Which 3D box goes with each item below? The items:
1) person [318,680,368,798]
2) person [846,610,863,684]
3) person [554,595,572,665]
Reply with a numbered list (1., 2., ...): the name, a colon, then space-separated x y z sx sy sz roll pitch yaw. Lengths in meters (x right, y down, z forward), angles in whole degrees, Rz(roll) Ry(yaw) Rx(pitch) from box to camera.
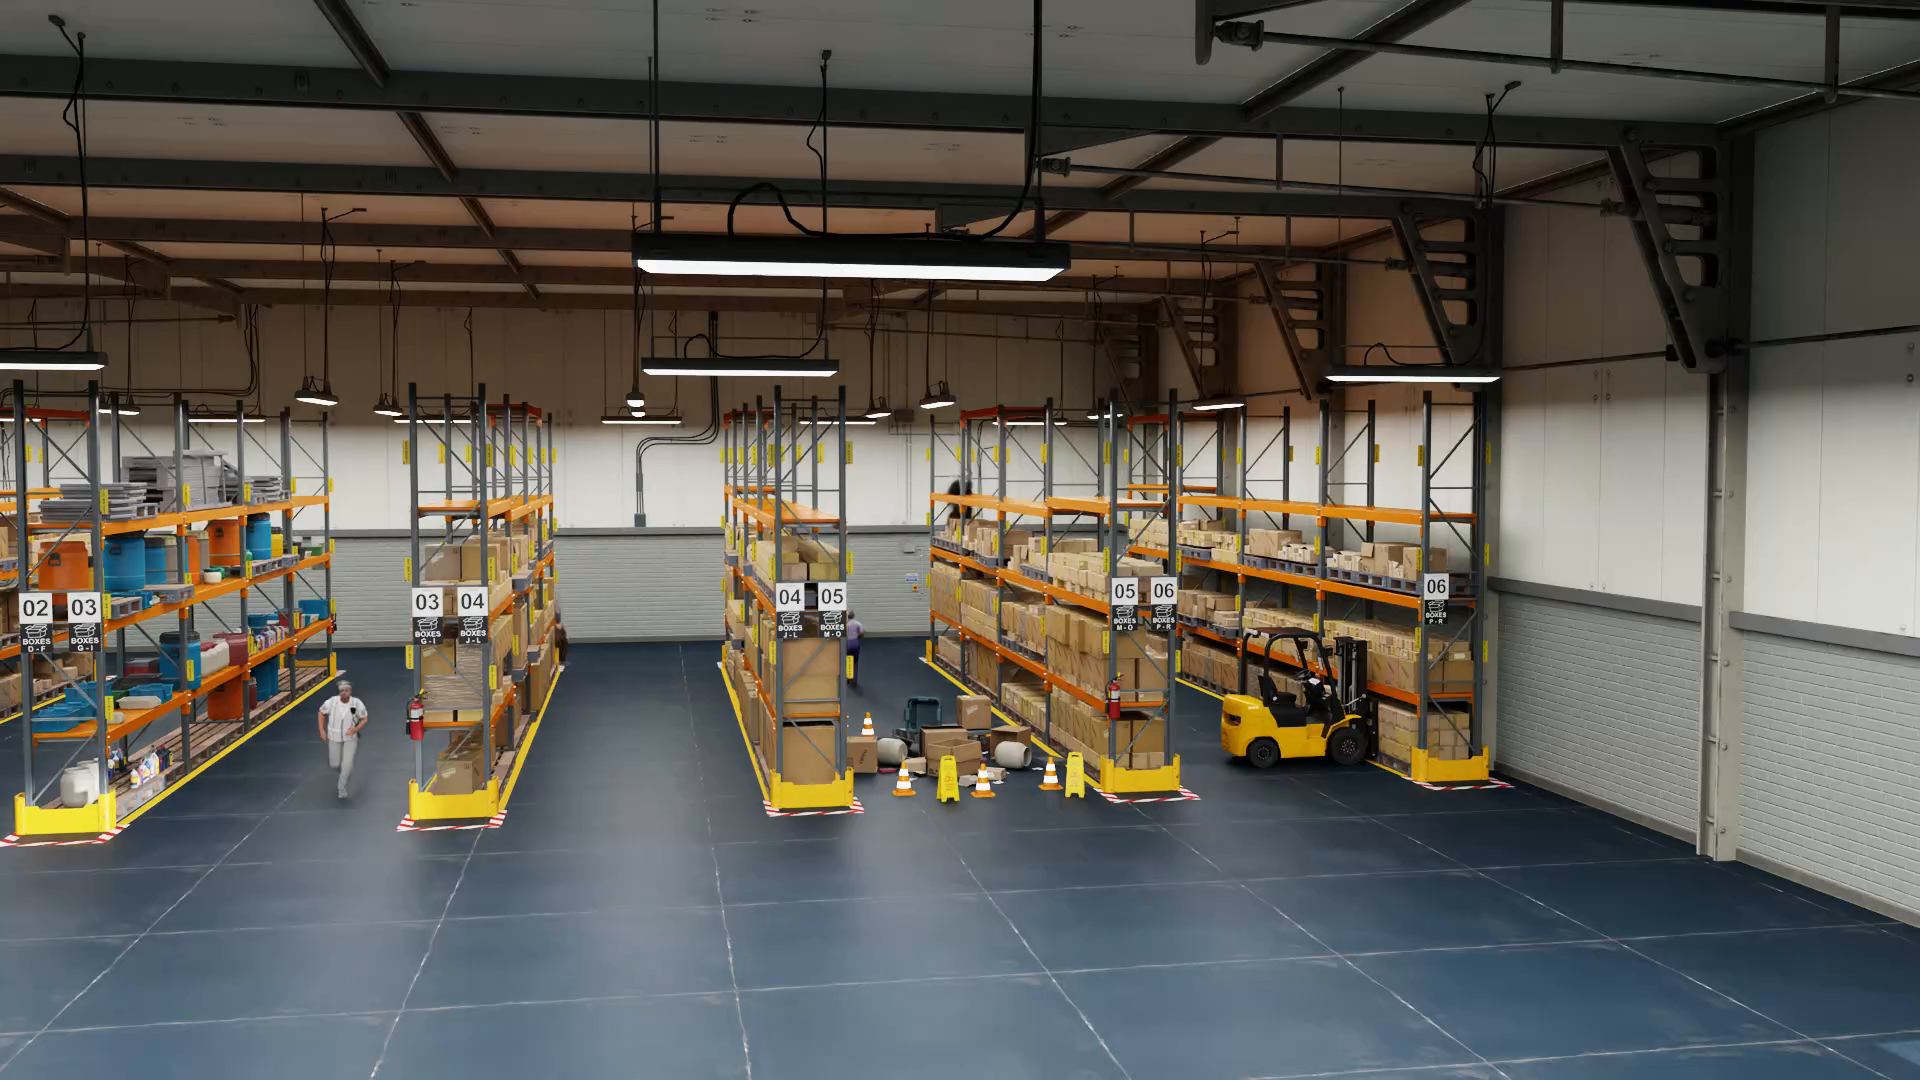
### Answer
1. person: -9.085 2.916 24.493 0.702 1.740 0.684 -1 3 -14
2. person: -2.426 2.351 36.432 0.626 1.644 0.637 -1 3 -14
3. person: -9.729 2.165 39.680 0.771 1.710 0.753 0 3 10
